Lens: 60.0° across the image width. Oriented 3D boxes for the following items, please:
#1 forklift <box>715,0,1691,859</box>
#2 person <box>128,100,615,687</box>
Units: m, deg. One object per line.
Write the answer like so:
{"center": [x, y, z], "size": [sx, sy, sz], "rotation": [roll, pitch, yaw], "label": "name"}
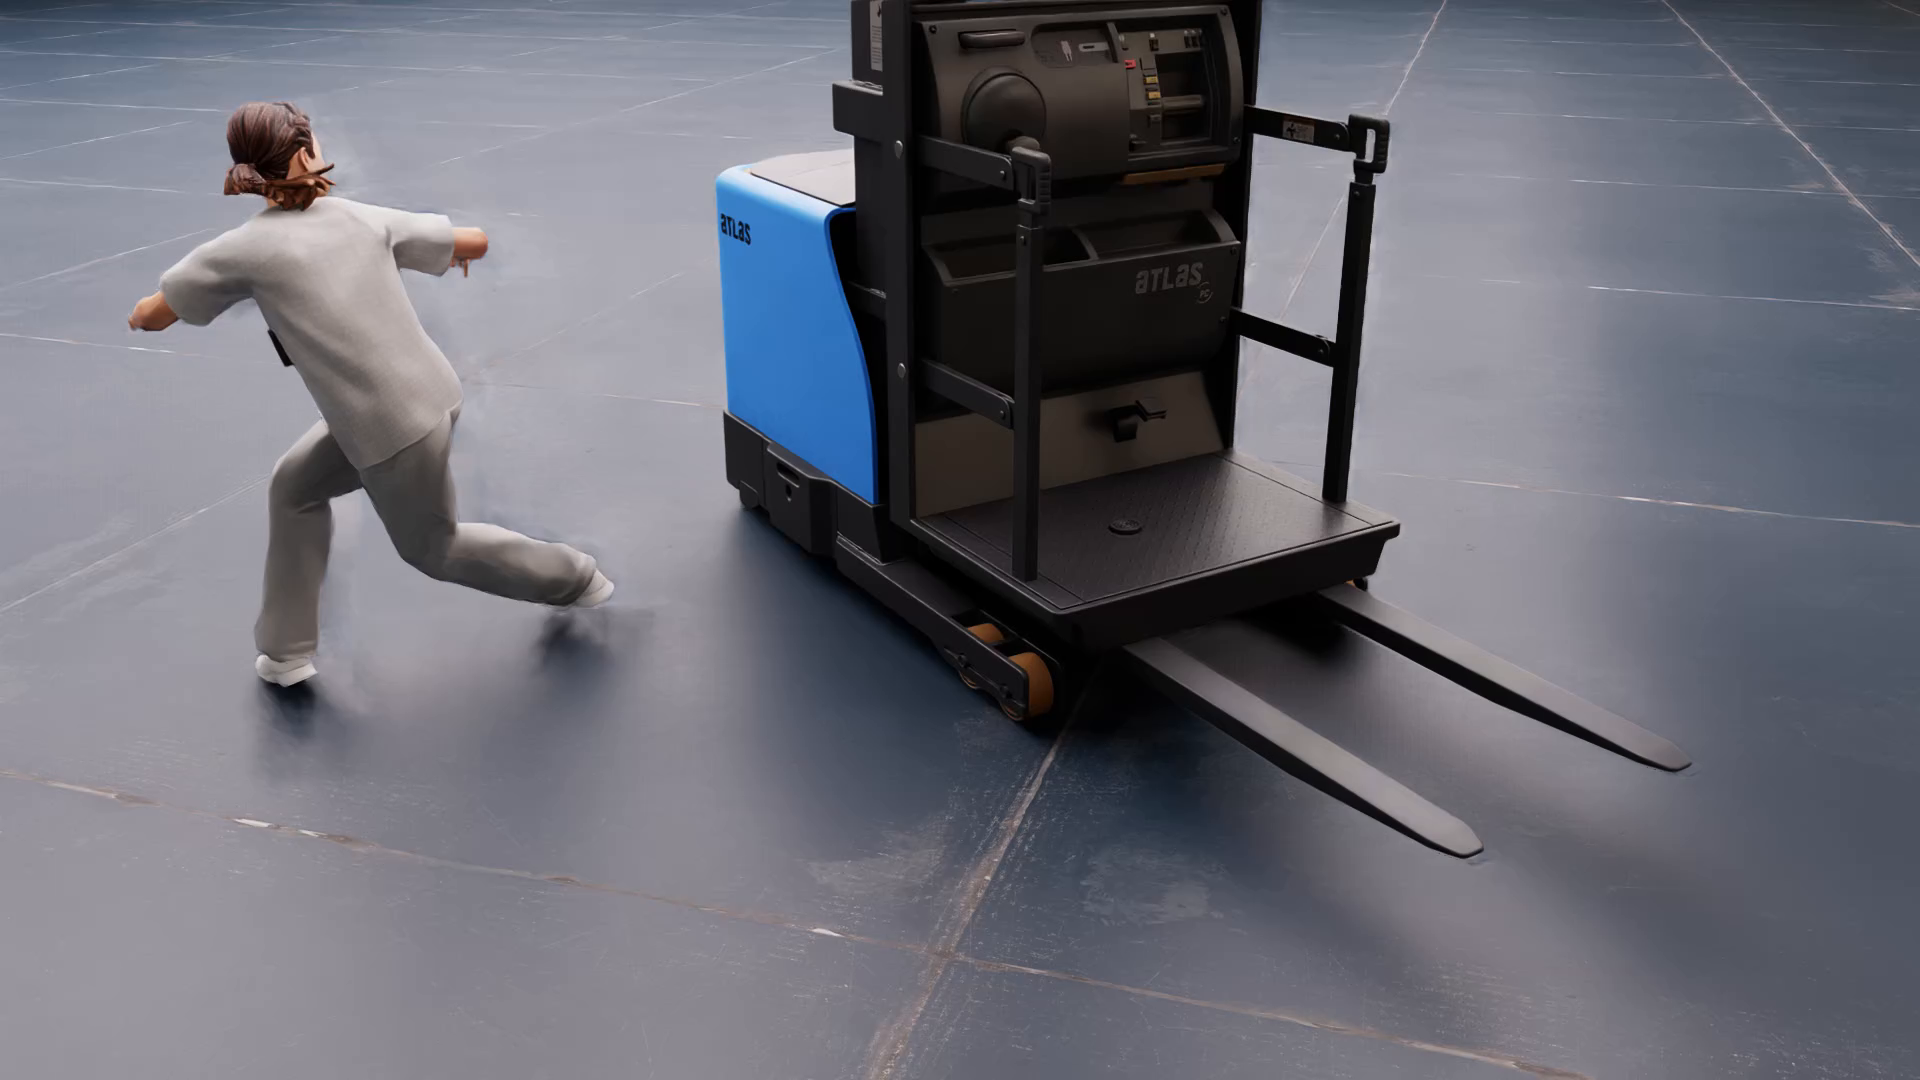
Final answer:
{"center": [0.437, -1.116, 3.984], "size": [1.130, 2.935, 3.031], "rotation": [-13, 26, -29], "label": "forklift"}
{"center": [-1.503, -0.368, 4.176], "size": [1.040, 1.465, 0.827], "rotation": [7, 23, 16], "label": "person"}
